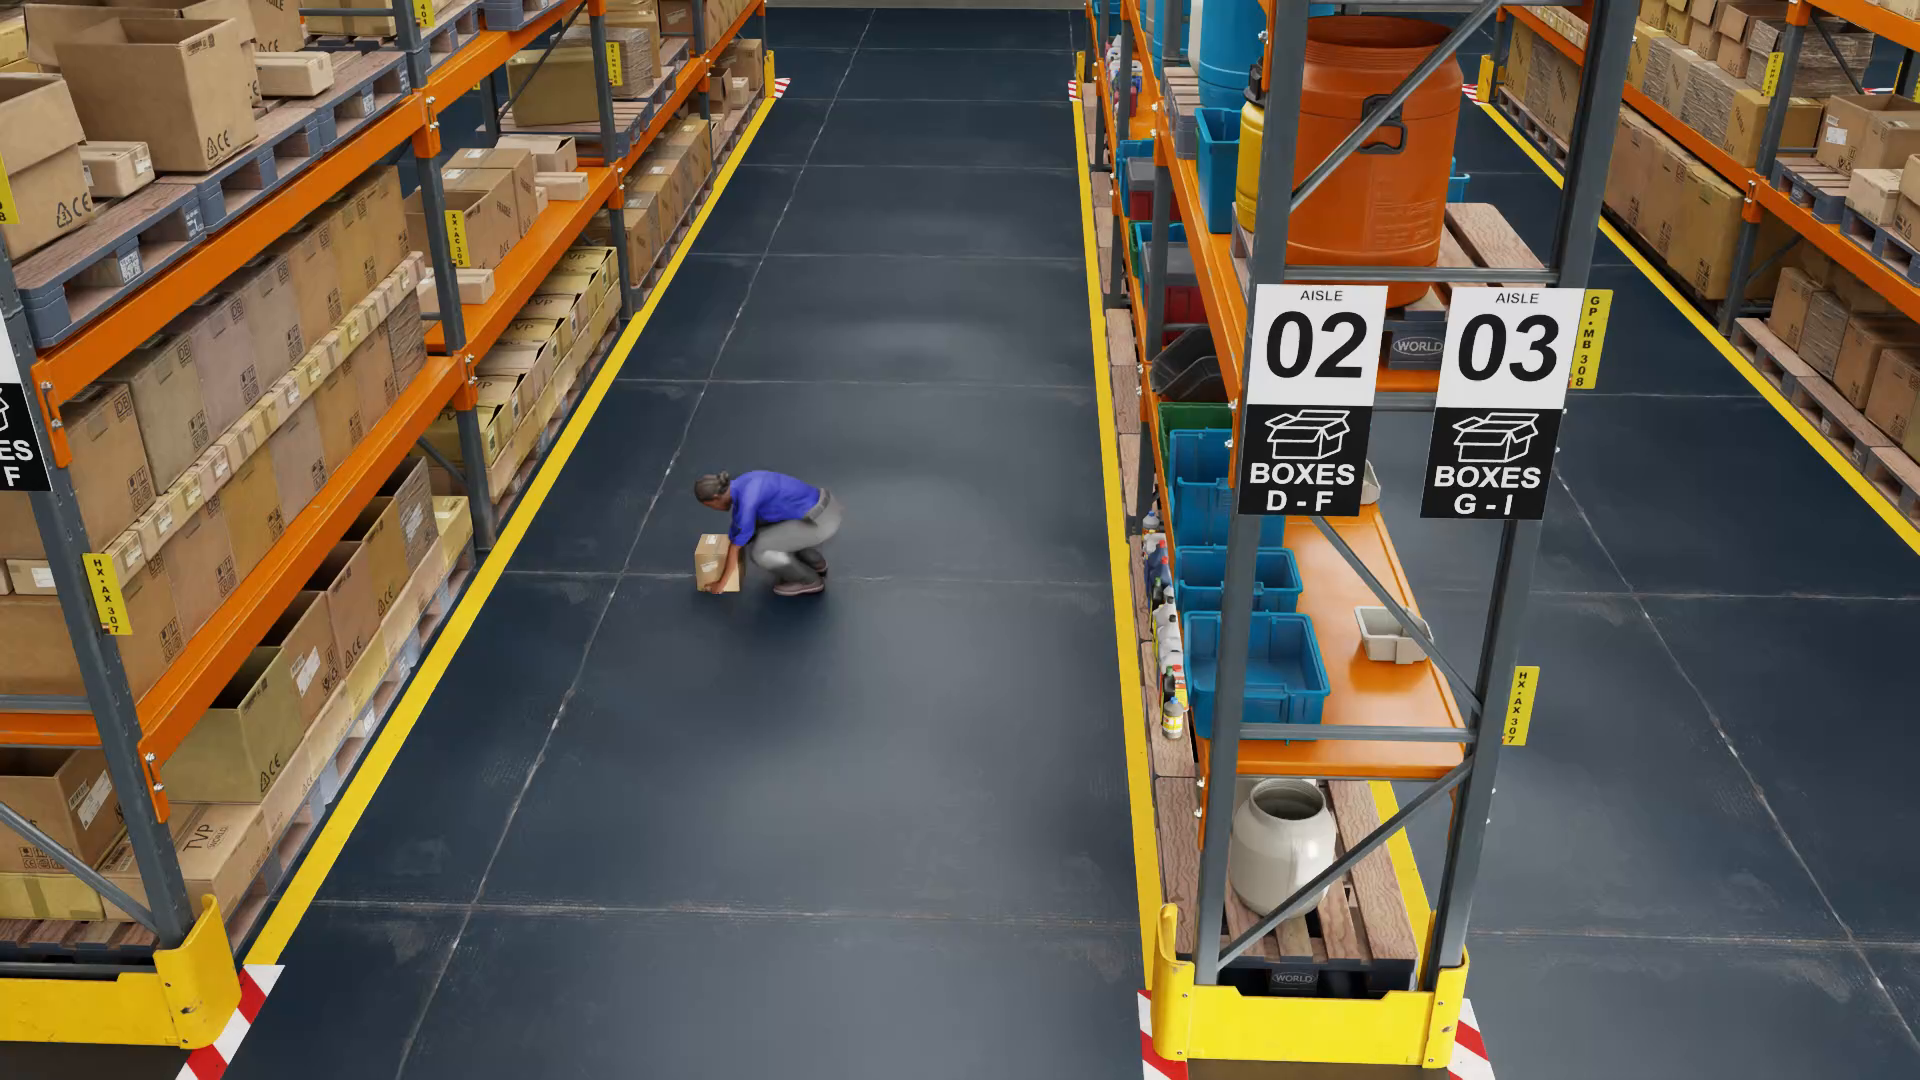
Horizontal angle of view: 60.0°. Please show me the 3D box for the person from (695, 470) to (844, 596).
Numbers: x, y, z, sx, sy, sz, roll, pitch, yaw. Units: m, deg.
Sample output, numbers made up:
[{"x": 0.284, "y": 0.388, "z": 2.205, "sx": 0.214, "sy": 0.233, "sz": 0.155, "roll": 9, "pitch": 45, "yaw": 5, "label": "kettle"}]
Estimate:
[{"x": -1.106, "y": -0.068, "z": 9.757, "sx": 0.843, "sy": 0.768, "sz": 0.461, "roll": 0, "pitch": 28, "yaw": 1, "label": "person"}]
